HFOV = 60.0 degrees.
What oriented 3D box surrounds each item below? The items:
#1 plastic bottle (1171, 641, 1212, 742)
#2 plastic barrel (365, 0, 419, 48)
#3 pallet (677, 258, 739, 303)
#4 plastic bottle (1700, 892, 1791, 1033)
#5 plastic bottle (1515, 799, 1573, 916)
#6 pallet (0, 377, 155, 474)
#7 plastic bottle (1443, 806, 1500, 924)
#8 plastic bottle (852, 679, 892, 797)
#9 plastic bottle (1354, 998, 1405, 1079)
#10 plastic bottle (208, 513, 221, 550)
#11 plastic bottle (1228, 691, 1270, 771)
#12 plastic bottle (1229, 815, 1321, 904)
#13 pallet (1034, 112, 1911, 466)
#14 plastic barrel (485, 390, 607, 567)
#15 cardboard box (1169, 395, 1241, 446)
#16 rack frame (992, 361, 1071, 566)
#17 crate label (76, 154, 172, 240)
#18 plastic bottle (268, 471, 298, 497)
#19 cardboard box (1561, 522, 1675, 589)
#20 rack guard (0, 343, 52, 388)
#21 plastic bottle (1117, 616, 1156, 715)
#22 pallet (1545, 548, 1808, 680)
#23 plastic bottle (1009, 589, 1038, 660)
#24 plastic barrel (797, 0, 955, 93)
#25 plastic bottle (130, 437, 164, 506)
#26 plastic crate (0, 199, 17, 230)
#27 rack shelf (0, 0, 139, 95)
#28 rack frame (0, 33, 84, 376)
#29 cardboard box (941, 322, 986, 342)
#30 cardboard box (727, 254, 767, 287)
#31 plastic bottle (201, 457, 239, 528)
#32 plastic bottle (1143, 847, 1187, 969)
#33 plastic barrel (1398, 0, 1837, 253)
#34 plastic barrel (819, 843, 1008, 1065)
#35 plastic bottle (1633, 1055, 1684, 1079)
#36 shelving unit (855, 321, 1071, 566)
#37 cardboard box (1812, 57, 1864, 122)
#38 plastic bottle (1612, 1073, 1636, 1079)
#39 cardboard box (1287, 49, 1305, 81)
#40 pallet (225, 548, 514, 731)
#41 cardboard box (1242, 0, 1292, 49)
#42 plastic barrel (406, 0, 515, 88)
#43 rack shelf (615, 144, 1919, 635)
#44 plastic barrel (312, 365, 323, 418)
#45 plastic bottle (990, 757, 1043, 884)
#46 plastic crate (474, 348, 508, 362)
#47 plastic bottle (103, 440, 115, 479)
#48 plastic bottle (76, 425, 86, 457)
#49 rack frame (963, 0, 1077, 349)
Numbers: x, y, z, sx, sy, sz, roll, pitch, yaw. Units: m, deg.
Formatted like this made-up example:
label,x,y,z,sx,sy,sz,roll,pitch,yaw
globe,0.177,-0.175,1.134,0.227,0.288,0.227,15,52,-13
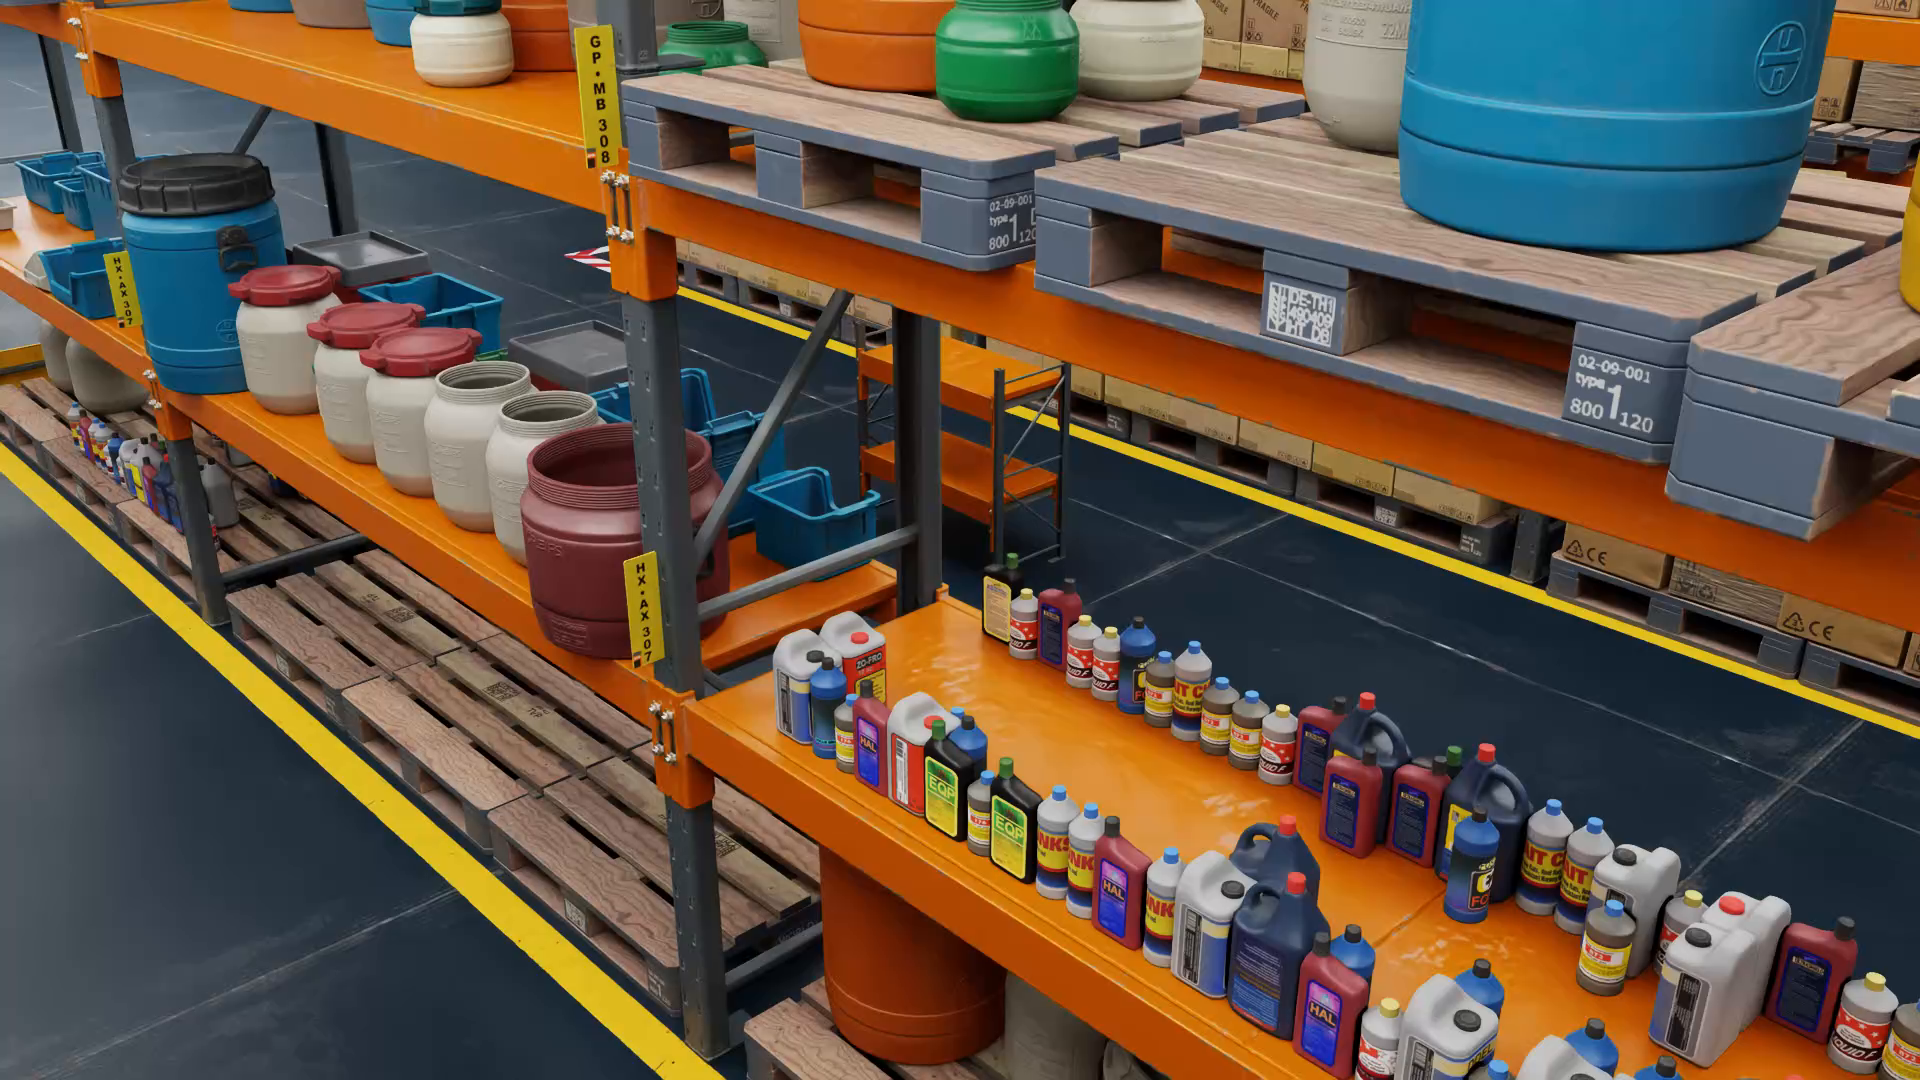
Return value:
label,x,y,z,sx,sy,sz,roll,pitch,yaw
plastic bottle,0.617,0.396,4.424,0.097,0.271,0.097,0,25,0
plastic barrel,-1.794,-2.208,5.759,0.600,0.901,0.708,-21,32,-38
pallet,-1.757,-2.232,13.388,1.003,0.211,1.213,-21,32,-38
plastic bottle,1.602,0.847,3.429,0.152,0.276,0.135,-21,32,-38
plastic bottle,1.318,0.706,3.743,0.097,0.271,0.097,0,25,0
pallet,-5.291,-0.790,10.228,1.003,0.211,1.213,-21,32,-38
plastic bottle,1.146,0.718,3.718,0.097,0.271,0.097,0,25,0
plastic bottle,-0.209,0.496,4.190,0.061,0.283,0.133,-21,32,-38
plastic bottle,0.824,0.980,3.227,0.097,0.201,0.097,0,25,0
plastic bottle,-3.670,-0.053,8.093,0.097,0.201,0.097,0,25,0
plastic bottle,0.750,0.486,4.309,0.097,0.201,0.097,0,25,0
plastic bottle,0.672,0.738,3.577,0.144,0.351,0.185,-21,32,-38
pallet,0.889,-0.512,2.872,1.003,0.211,1.213,-21,32,-38
plastic barrel,-1.320,-0.194,5.428,0.421,0.512,0.421,0,25,0
cardboard box,1.570,-0.790,9.675,0.500,0.250,0.500,-20,32,-38
rack frame,0.352,-0.356,8.174,0.500,1.125,0.032,-21,32,-38
crate label,-4.473,-1.851,9.152,0.502,0.435,0.616,-21,32,-38
plastic bottle,-3.549,-0.421,8.720,0.144,0.351,0.185,-21,32,-38
cardboard box,3.260,-0.140,7.926,0.500,0.500,0.500,-20,31,-36
rack guard,-5.842,-1.169,10.711,1.175,0.500,0.348,-21,32,-38
plastic bottle,0.484,0.337,4.553,0.097,0.271,0.097,0,25,0
pallet,3.640,0.209,8.038,1.003,0.211,1.213,-21,32,-38
plastic bottle,0.193,0.240,4.850,0.097,0.201,0.097,0,25,0
plastic barrel,-0.075,-1.471,3.723,0.600,0.830,0.708,-21,32,-38
plastic bottle,-4.197,-0.369,8.606,0.144,0.351,0.185,-21,32,-39
plastic crate,-5.552,-1.834,9.474,0.298,0.136,0.250,-21,32,-38
rack shelf,-4.561,-2.748,8.412,1.077,0.370,4.000,-21,32,-38
rack frame,-5.928,-2.316,10.213,1.000,3.000,0.127,-21,32,-38
cardboard box,-0.053,-1.527,11.290,0.500,0.250,0.500,-21,32,-38
cardboard box,-1.420,-2.133,12.618,0.500,0.250,0.500,-21,32,-38
plastic bottle,-3.740,-0.254,8.353,0.144,0.351,0.185,-21,32,-38
plastic bottle,0.448,0.782,3.578,0.097,0.271,0.097,0,25,0
plastic barrel,0.995,-0.938,2.468,0.600,0.901,0.708,-21,32,-38
plastic barrel,-0.114,1.047,4.949,0.600,0.830,0.708,-21,32,-38
plastic bottle,1.252,1.046,2.999,0.097,0.271,0.097,0,25,0
shelving unit,0.005,-0.510,8.512,0.538,1.125,1.048,-21,32,-38
cardboard box,6.041,-3.250,11.609,0.500,0.500,0.700,20,31,37
plastic bottle,1.174,1.085,2.908,0.152,0.276,0.135,-21,32,-38
cardboard box,3.158,-4.067,14.207,0.500,0.250,0.500,-21,32,-38
pallet,-2.629,0.391,7.638,1.003,0.211,1.213,-21,32,-38
cardboard box,2.807,-4.558,14.379,0.500,0.500,0.500,-22,33,-40
plastic barrel,-1.500,-1.513,5.006,0.301,0.262,0.301,0,25,0
rack shelf,0.906,-0.324,3.099,1.077,0.370,4.000,-21,32,-38
plastic barrel,-2.402,-0.597,6.611,0.301,0.262,0.301,0,25,0
plastic bottle,0.131,0.647,3.858,0.061,0.283,0.133,-21,32,-38
plastic crate,-1.798,-0.560,6.620,0.450,0.188,0.662,-21,32,-38
plastic bottle,-4.546,-0.441,8.945,0.097,0.201,0.097,0,25,0
plastic bottle,-4.846,-0.574,9.236,0.097,0.201,0.097,0,25,0
rack frame,0.424,-2.508,10.635,1.000,3.000,0.127,-21,32,-38
